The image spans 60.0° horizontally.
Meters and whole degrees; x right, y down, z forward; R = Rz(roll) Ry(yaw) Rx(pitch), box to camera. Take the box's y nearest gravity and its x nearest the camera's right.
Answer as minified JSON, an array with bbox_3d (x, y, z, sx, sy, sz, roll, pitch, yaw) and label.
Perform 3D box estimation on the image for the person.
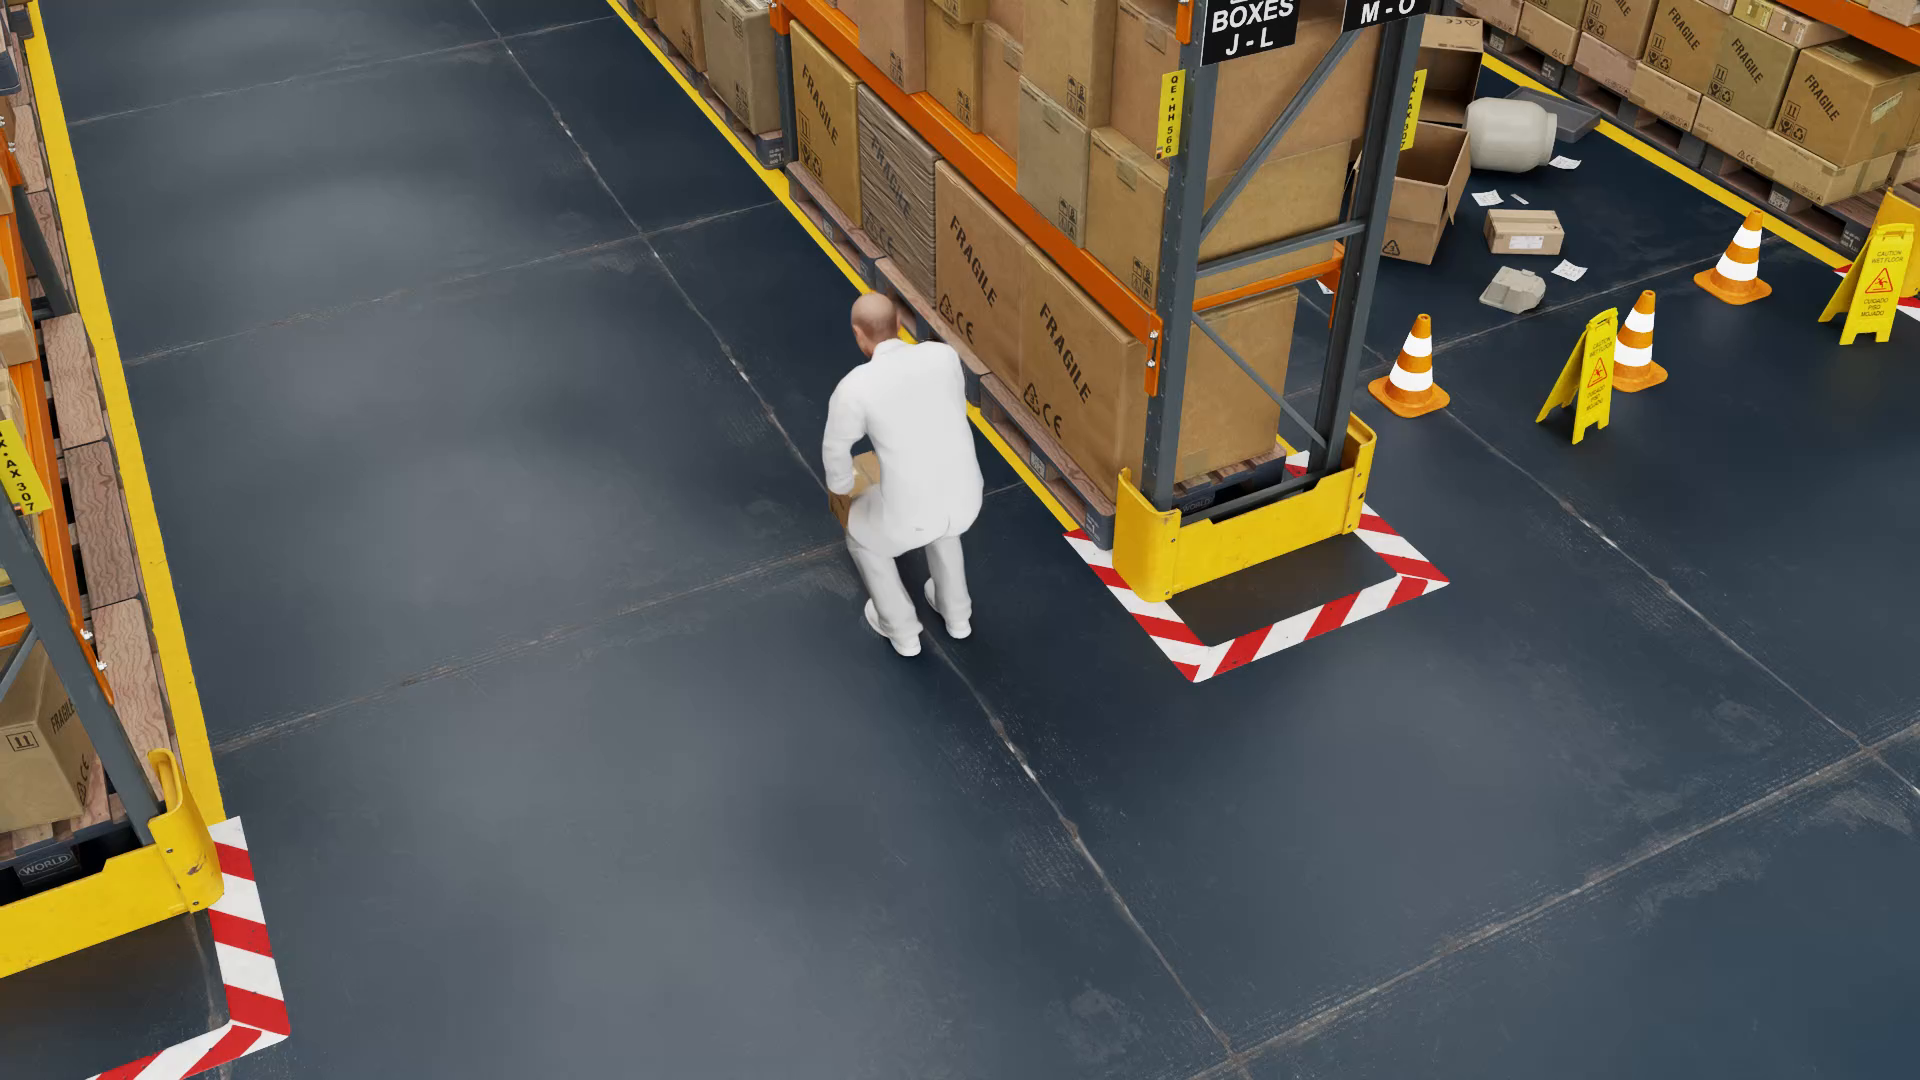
[{"bbox_3d":[-0.220,-0.227,6.642,0.628,1.511,0.658,-18,44,-20],"label":"person"}]
